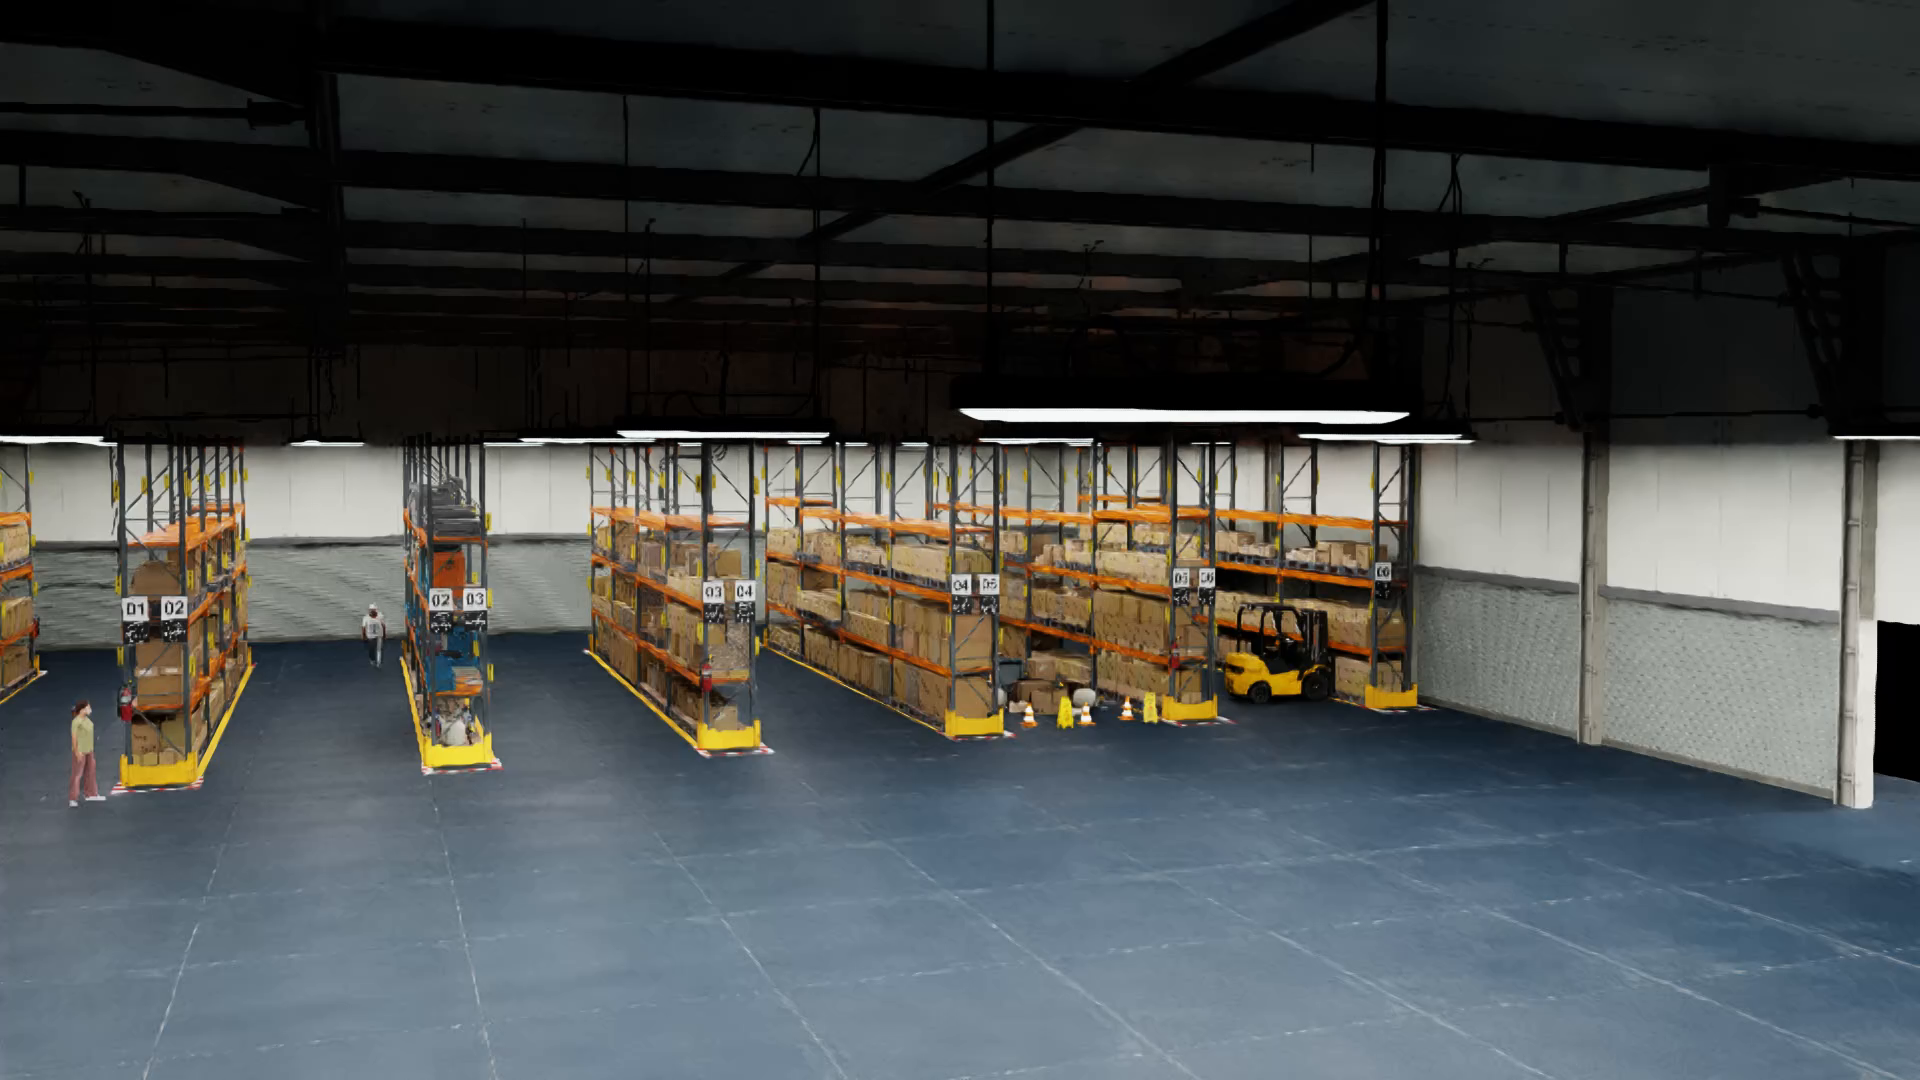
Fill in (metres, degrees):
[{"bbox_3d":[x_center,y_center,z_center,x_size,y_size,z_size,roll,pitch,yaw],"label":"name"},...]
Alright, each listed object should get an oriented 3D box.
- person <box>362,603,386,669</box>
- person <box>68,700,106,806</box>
[{"bbox_3d":[-15.217,2.475,43.174,0.577,1.691,1.121,-1,3,-17],"label":"person"},{"bbox_3d":[-14.060,3.393,26.667,0.423,1.675,0.558,0,3,3],"label":"person"}]
